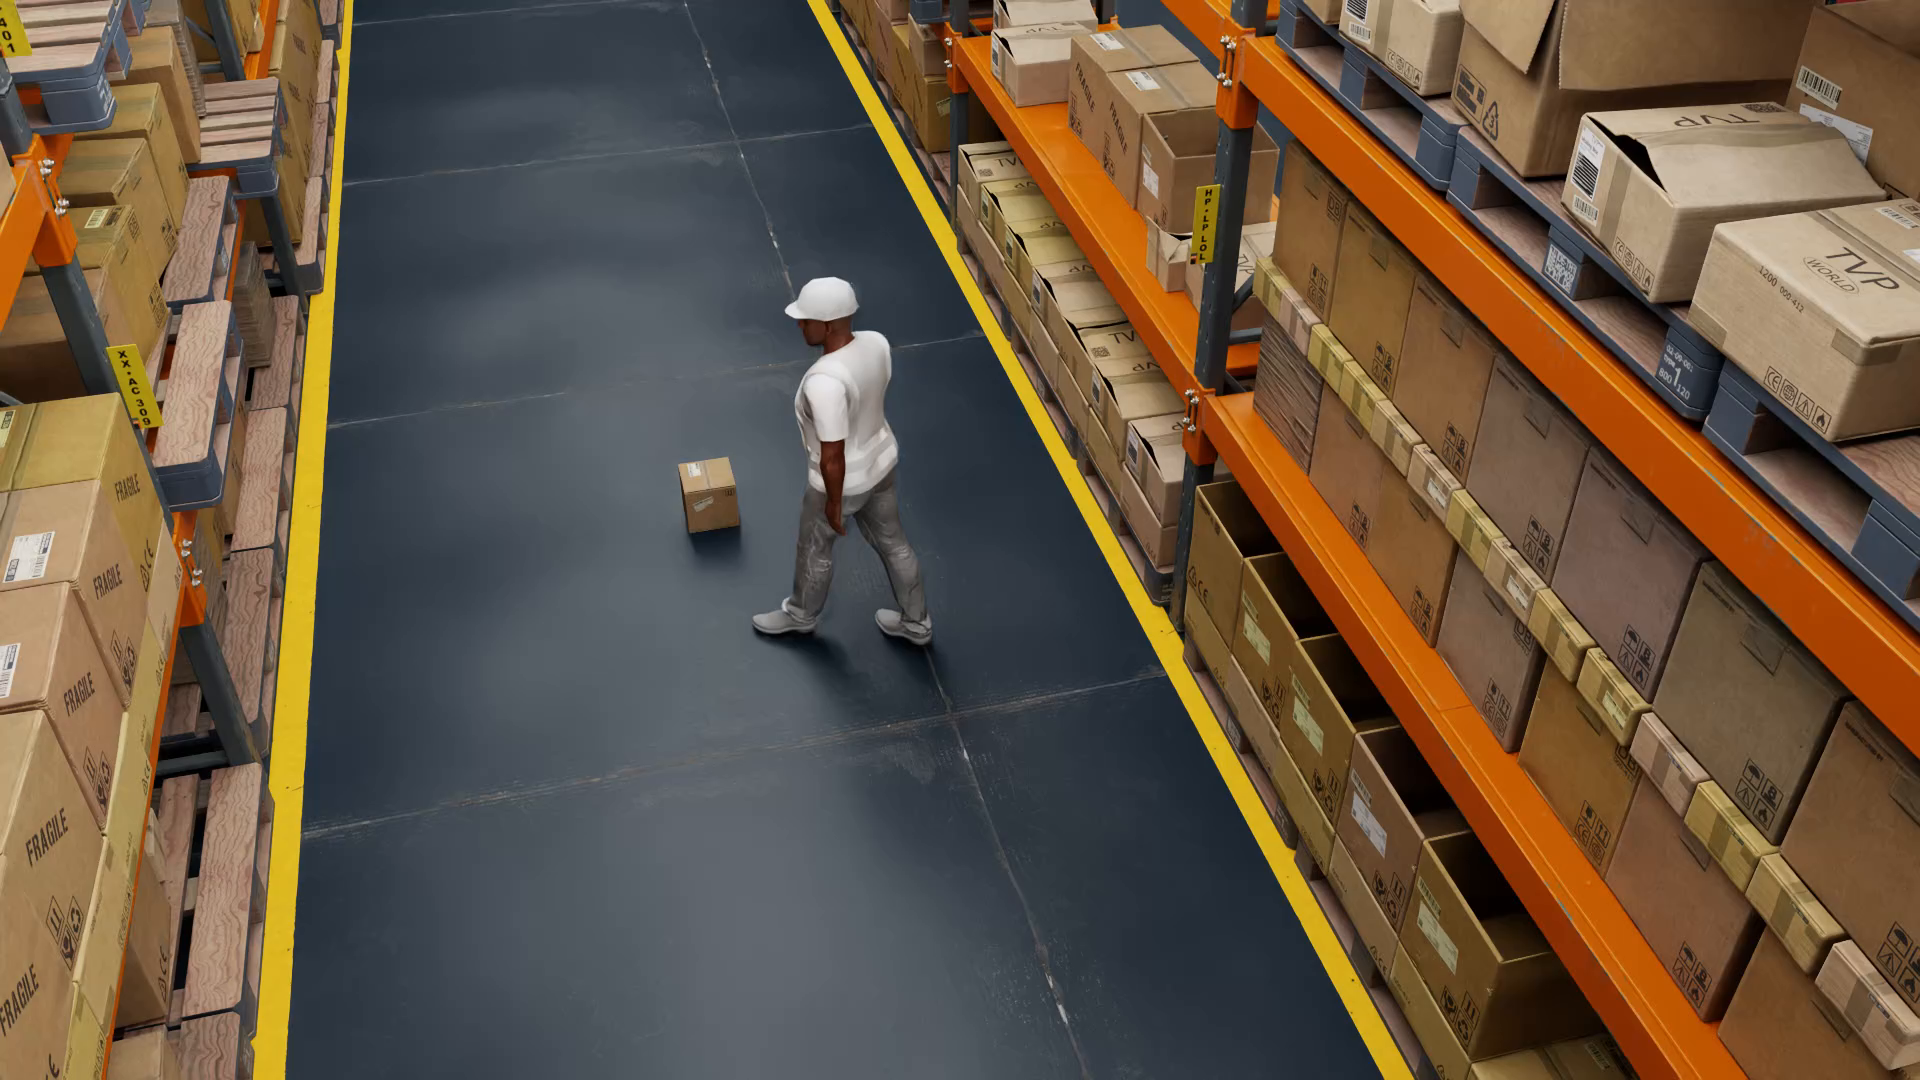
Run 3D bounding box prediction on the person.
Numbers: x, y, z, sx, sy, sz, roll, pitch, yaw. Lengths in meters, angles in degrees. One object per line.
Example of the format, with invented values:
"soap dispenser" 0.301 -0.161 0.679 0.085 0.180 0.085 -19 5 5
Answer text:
"person" -0.481 -0.307 7.074 0.807 1.756 0.581 20 42 24
